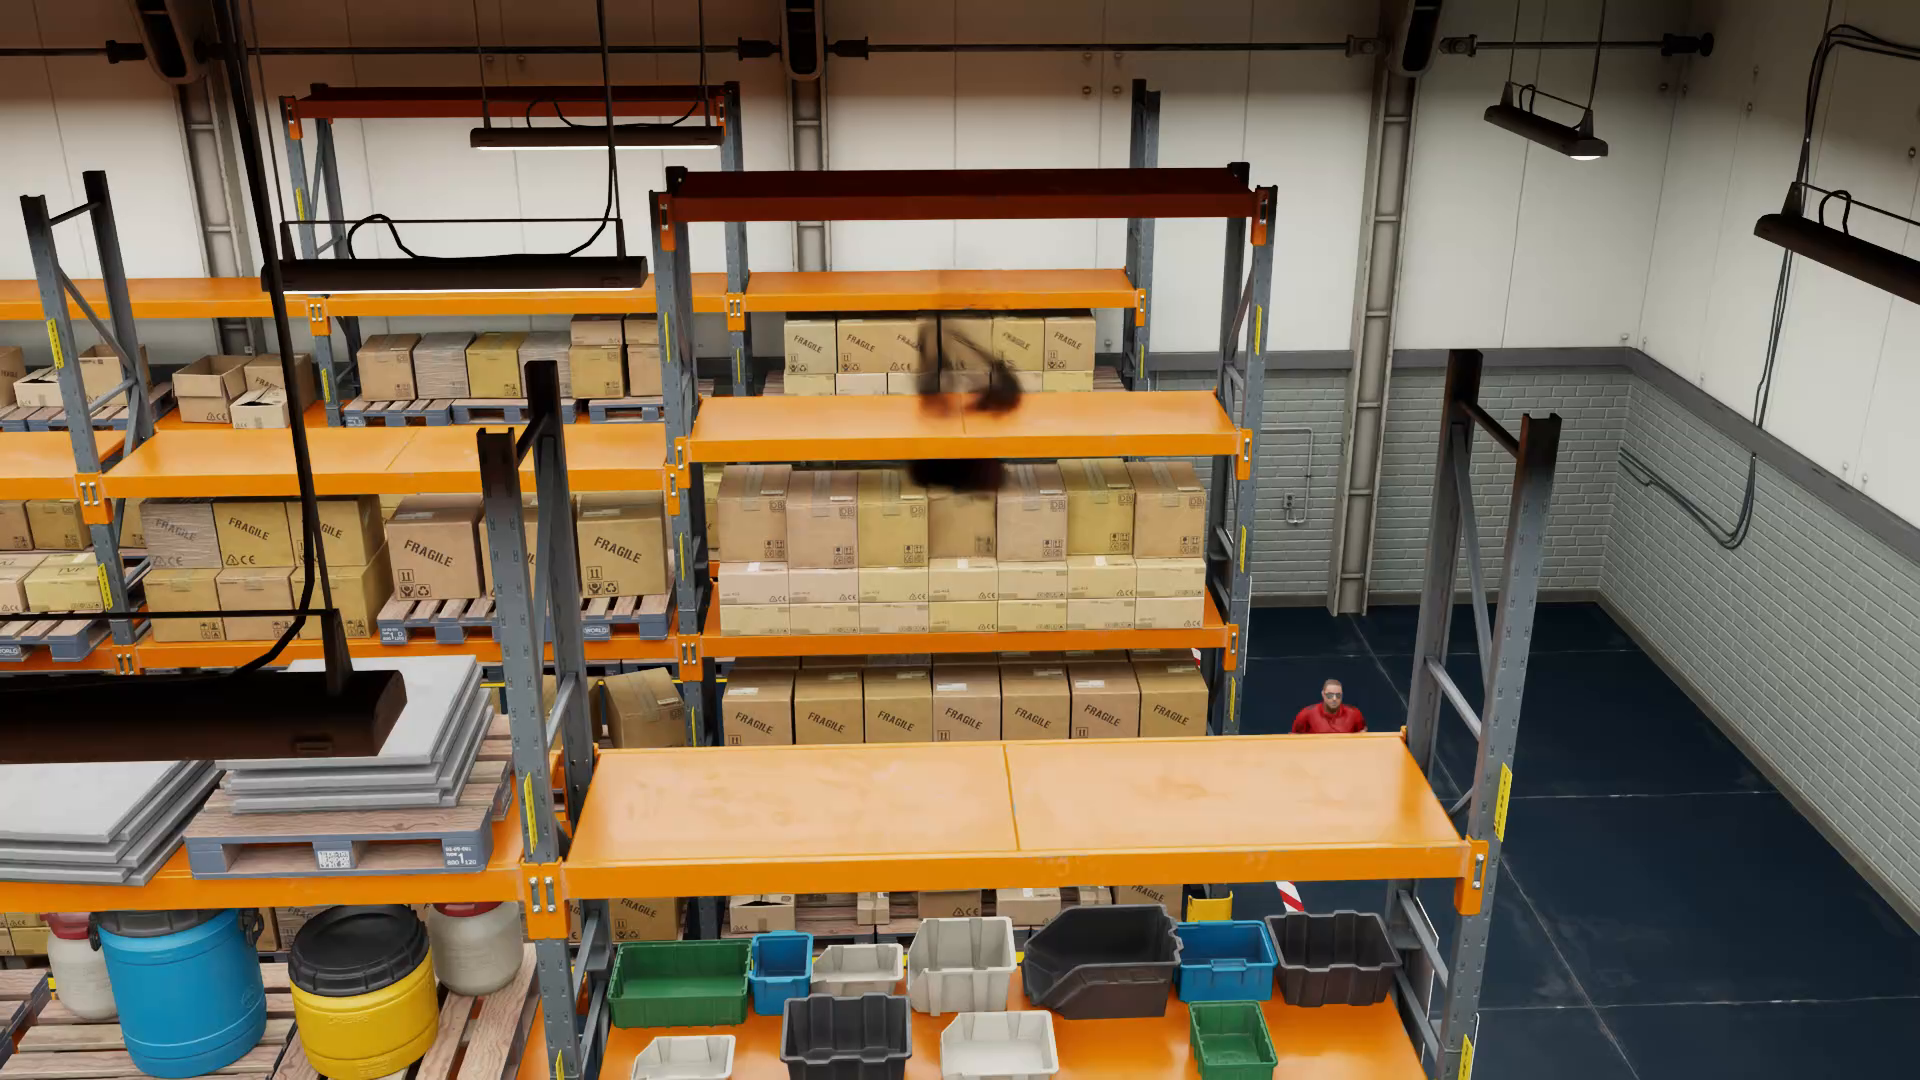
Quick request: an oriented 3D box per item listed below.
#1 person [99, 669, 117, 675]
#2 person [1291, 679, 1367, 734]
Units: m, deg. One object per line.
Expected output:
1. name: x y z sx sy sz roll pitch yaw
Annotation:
1. person: -7.024 1.790 14.419 0.907 1.764 0.635 -2 22 -5
2. person: 3.113 1.971 14.070 0.659 1.686 0.593 2 22 4
